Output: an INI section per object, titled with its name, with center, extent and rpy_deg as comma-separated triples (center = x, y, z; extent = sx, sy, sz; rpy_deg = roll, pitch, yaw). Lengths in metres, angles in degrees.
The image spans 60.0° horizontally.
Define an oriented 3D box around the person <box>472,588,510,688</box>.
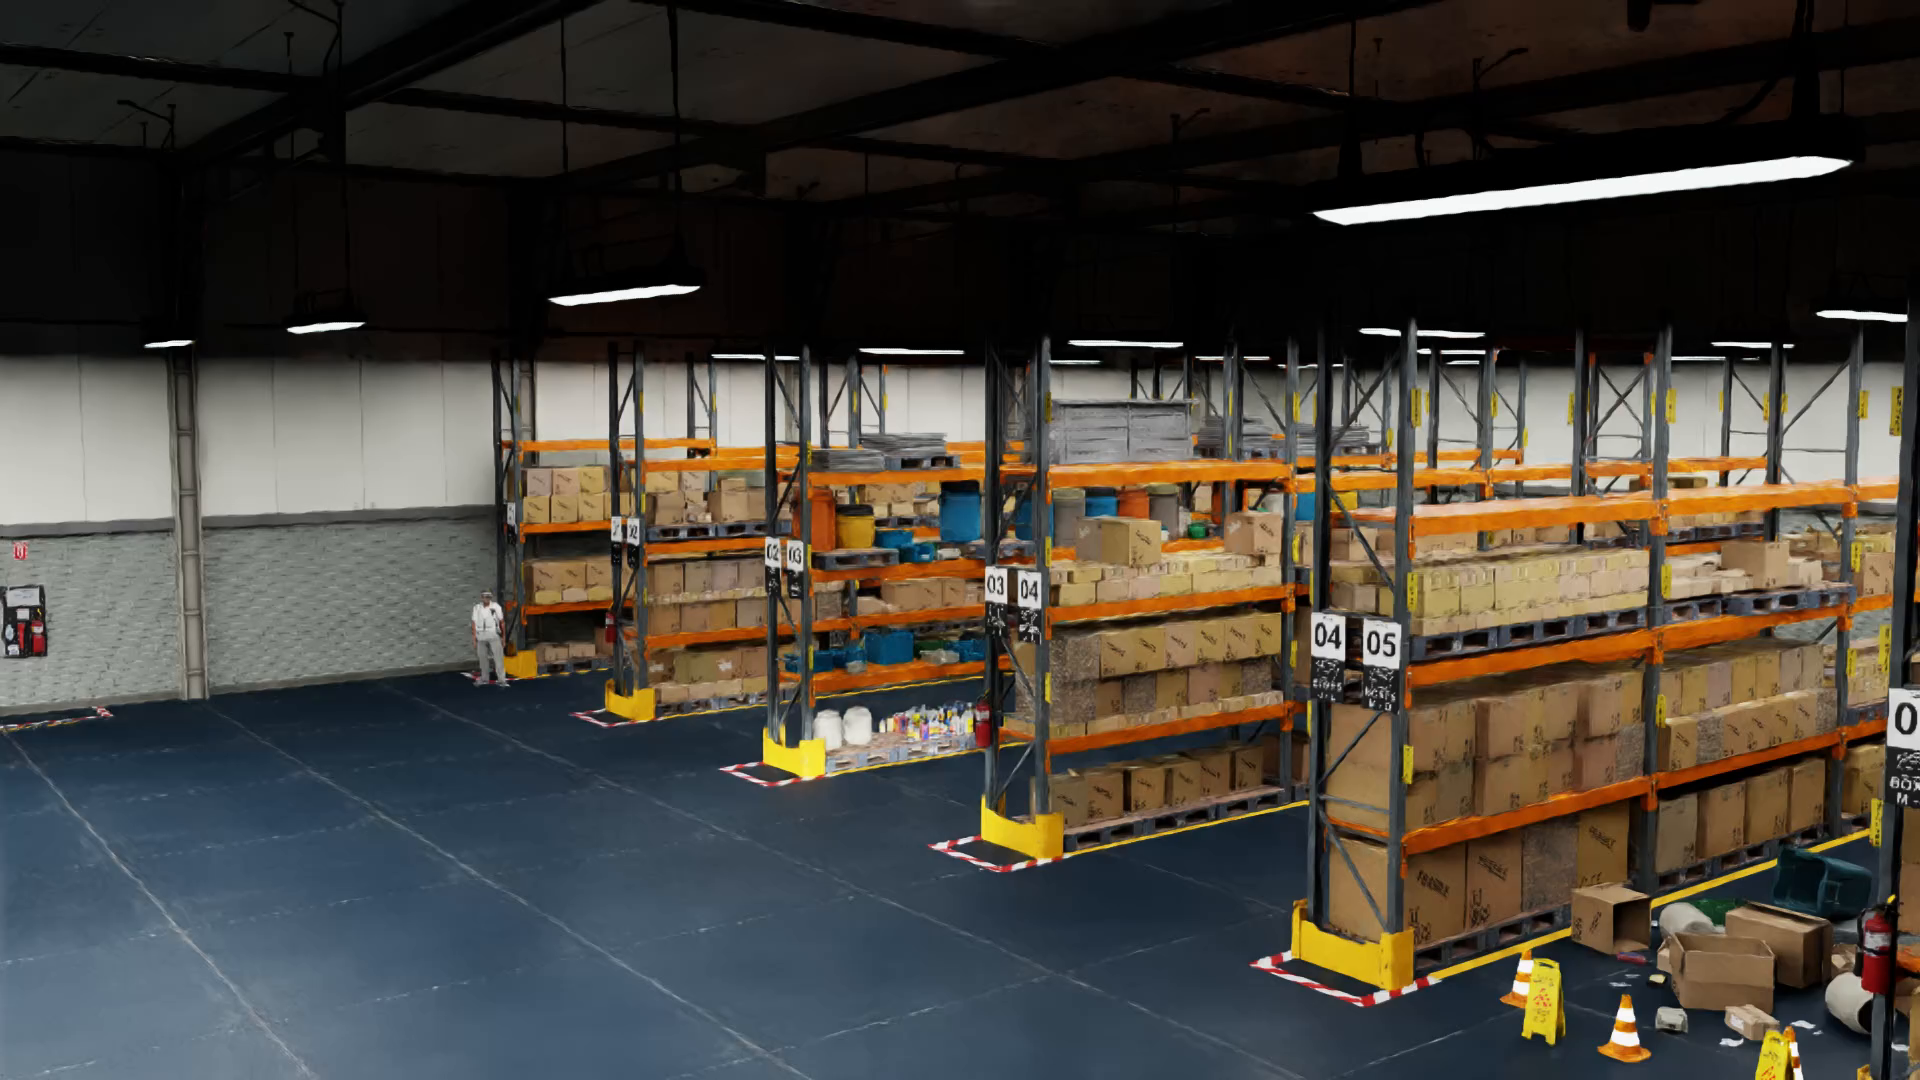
[person]
center = -8.253, 1.710, 29.244
extent = 0.769, 1.753, 0.586
rpy_deg = 0, 5, 0
